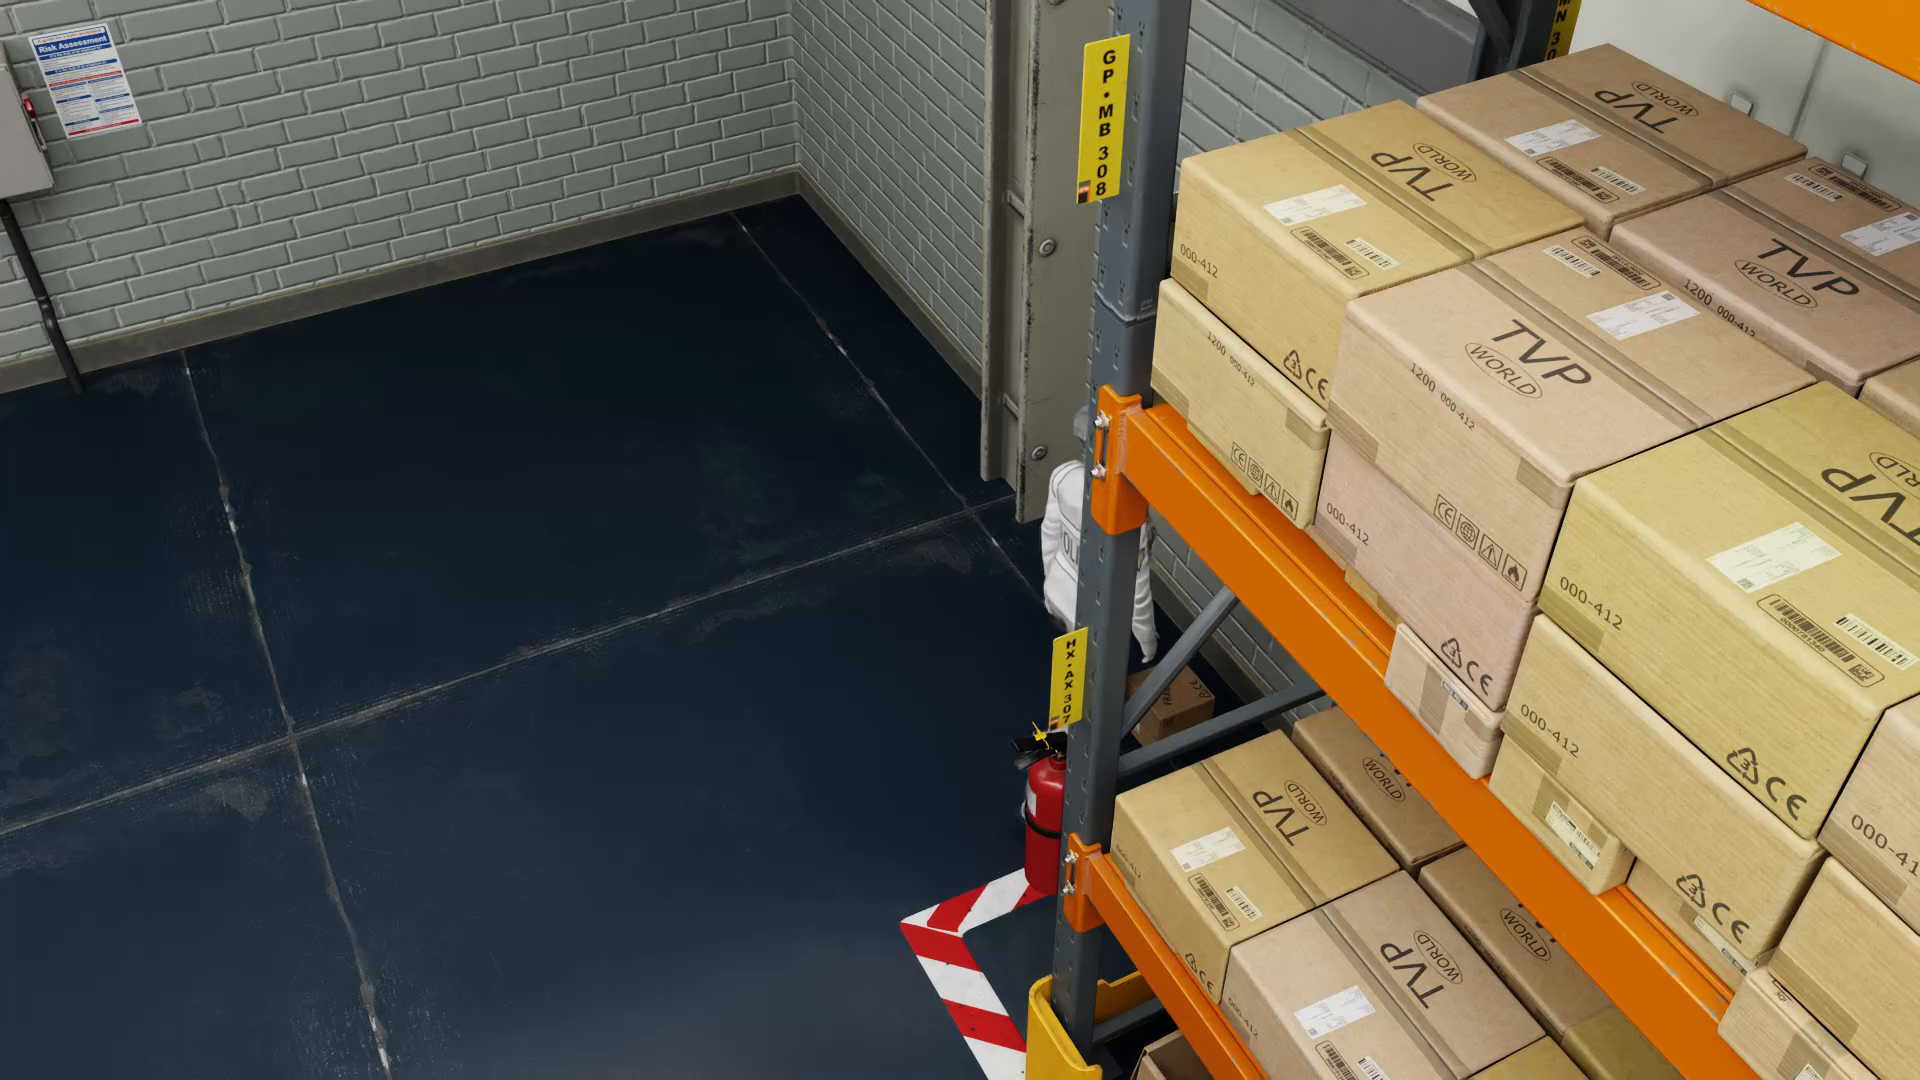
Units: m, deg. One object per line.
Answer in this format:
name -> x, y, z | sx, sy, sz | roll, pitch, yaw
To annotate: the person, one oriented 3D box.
person -> 0.482, 0.264, 5.864 | 0.725, 1.648, 0.585 | -20, 45, -21
